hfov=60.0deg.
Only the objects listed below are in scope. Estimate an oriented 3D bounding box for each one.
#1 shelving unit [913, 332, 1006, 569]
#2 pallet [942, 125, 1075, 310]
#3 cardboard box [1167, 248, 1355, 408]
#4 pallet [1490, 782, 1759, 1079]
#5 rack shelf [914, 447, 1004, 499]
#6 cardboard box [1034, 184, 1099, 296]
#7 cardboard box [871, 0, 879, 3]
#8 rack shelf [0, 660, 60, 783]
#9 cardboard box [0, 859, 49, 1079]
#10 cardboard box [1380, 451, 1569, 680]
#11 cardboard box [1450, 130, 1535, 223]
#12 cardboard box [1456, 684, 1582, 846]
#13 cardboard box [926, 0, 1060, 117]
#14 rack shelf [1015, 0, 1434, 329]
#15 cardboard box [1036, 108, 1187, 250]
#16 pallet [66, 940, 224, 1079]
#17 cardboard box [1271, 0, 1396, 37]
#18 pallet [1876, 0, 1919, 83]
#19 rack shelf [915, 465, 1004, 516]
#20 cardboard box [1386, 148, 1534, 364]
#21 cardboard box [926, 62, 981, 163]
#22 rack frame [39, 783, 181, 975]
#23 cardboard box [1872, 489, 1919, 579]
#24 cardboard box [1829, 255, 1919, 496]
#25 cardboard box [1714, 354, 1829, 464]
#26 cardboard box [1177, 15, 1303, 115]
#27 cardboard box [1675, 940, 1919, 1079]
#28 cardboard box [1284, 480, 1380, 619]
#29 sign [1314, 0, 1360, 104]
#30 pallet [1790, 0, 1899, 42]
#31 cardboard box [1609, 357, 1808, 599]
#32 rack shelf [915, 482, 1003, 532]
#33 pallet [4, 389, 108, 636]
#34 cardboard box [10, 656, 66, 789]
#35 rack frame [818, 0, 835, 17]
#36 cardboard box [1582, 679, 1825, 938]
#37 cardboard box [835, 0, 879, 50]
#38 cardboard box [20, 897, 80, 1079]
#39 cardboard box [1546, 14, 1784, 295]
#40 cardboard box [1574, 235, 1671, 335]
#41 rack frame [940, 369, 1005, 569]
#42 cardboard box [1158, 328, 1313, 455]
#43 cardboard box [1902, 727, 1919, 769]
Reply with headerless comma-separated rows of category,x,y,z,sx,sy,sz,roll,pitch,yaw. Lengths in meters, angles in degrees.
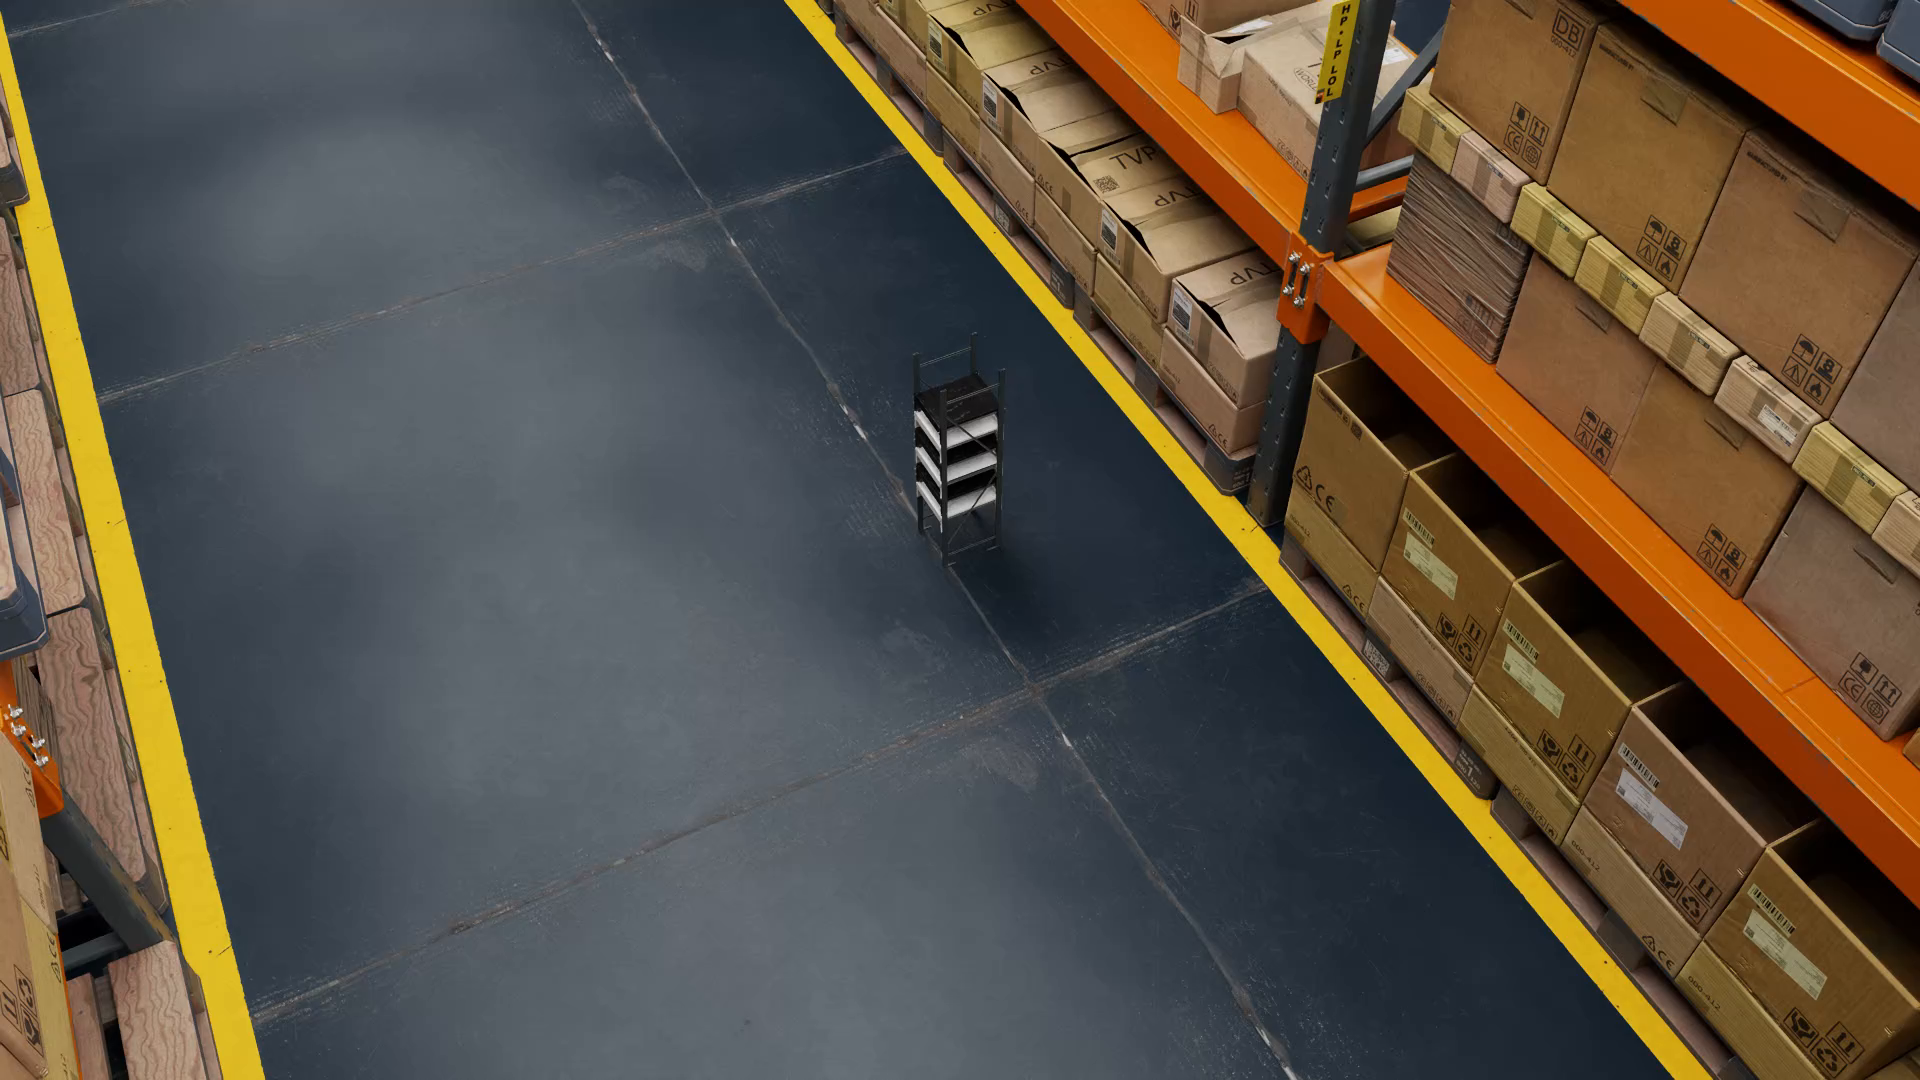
shelving unit,-0.004,-0.302,5.916,0.258,0.900,0.210,-21,52,-18
pallet,0.627,-1.618,7.525,1.003,0.211,1.213,-21,52,-18
cardboard box,1.121,-0.829,6.157,0.500,0.311,0.500,-21,52,-18
pallet,2.450,1.044,5.197,1.003,0.211,1.213,-21,52,-18
rack shelf,-0.004,-0.280,5.941,0.258,0.077,0.200,-21,52,-18
cardboard box,0.649,-1.331,6.969,0.500,0.250,0.500,-20,52,-17
cardboard box,-0.291,-2.882,7.953,0.500,0.311,0.500,-20,52,-16
rack shelf,-3.757,-0.632,5.288,1.077,0.370,4.000,-21,52,-18
cardboard box,-2.117,0.808,3.139,0.500,0.500,0.500,-21,52,-18
cardboard box,1.730,0.032,5.279,0.500,0.500,0.500,-21,52,-18
cardboard box,1.627,-1.071,4.696,0.380,0.149,0.250,-20,52,-17
cardboard box,1.952,0.616,5.266,0.500,0.250,0.500,-21,52,-18
cardboard box,0.188,-2.191,7.349,0.500,0.311,0.500,-22,53,-18
rack shelf,0.646,-2.340,6.782,1.077,0.370,4.000,-21,52,-18
cardboard box,0.651,-1.509,6.753,0.500,0.311,0.500,-21,52,-18
pallet,-2.503,1.825,4.513,1.003,0.211,1.213,-21,52,-18
cardboard box,1.337,-1.819,6.015,0.380,0.149,0.250,-21,52,-18
pallet,2.528,-0.820,3.040,1.003,0.211,1.213,-21,52,-18
rack shelf,-0.004,-0.221,6.009,0.258,0.077,0.200,-21,52,-18
cardboard box,1.769,-0.977,5.045,0.700,0.500,0.500,-22,53,-18
cardboard box,0.183,-2.015,7.567,0.500,0.250,0.500,-22,53,-18
rack frame,-2.842,0.470,3.846,1.000,3.000,0.127,-21,52,-18
cardboard box,2.335,-0.035,3.791,0.380,0.149,0.250,-22,52,-18
cardboard box,2.458,-0.396,3.675,0.700,0.500,0.500,-21,52,-17
cardboard box,2.105,-0.377,4.090,0.380,0.149,0.250,-23,53,-19
cardboard box,0.995,-1.720,5.850,0.396,0.266,0.258,-22,52,-18
cardboard box,2.413,1.284,4.682,0.500,0.250,0.500,-21,52,-18
cardboard box,1.503,-0.057,5.855,0.500,0.250,0.500,-21,52,-18
sign,1.083,-1.400,4.765,0.100,0.325,0.005,-21,52,-18
pallet,1.974,-1.635,3.753,1.003,0.211,1.213,-21,52,-18
cardboard box,2.243,-0.289,4.443,0.700,0.500,0.500,-20,52,-17
rack shelf,-0.004,-0.161,6.077,0.258,0.077,0.200,-21,52,-18
pallet,-3.762,0.050,6.066,1.003,0.211,1.213,-21,52,-18
cardboard box,-3.194,0.661,5.047,0.700,0.500,0.500,-20,52,-16
rack frame,-0.270,-3.916,7.682,1.000,3.000,0.127,-21,52,-18
cardboard box,2.183,0.703,4.692,0.500,0.500,0.500,-21,52,-18
cardboard box,-0.291,-2.697,8.164,0.500,0.250,0.500,-21,52,-18
cardboard box,-2.135,1.062,3.415,0.500,0.250,0.500,-21,52,-17
cardboard box,2.002,-1.066,4.261,0.700,0.500,0.500,-21,52,-18
cardboard box,1.867,-0.723,4.393,0.380,0.149,0.250,-22,52,-18
rack frame,0.043,-0.234,5.857,0.240,0.900,0.006,-21,52,-18
cardboard box,1.113,-0.649,6.373,0.500,0.250,0.500,-22,52,-18
cardboard box,2.722,0.405,3.837,0.700,0.500,0.500,-21,52,-17
